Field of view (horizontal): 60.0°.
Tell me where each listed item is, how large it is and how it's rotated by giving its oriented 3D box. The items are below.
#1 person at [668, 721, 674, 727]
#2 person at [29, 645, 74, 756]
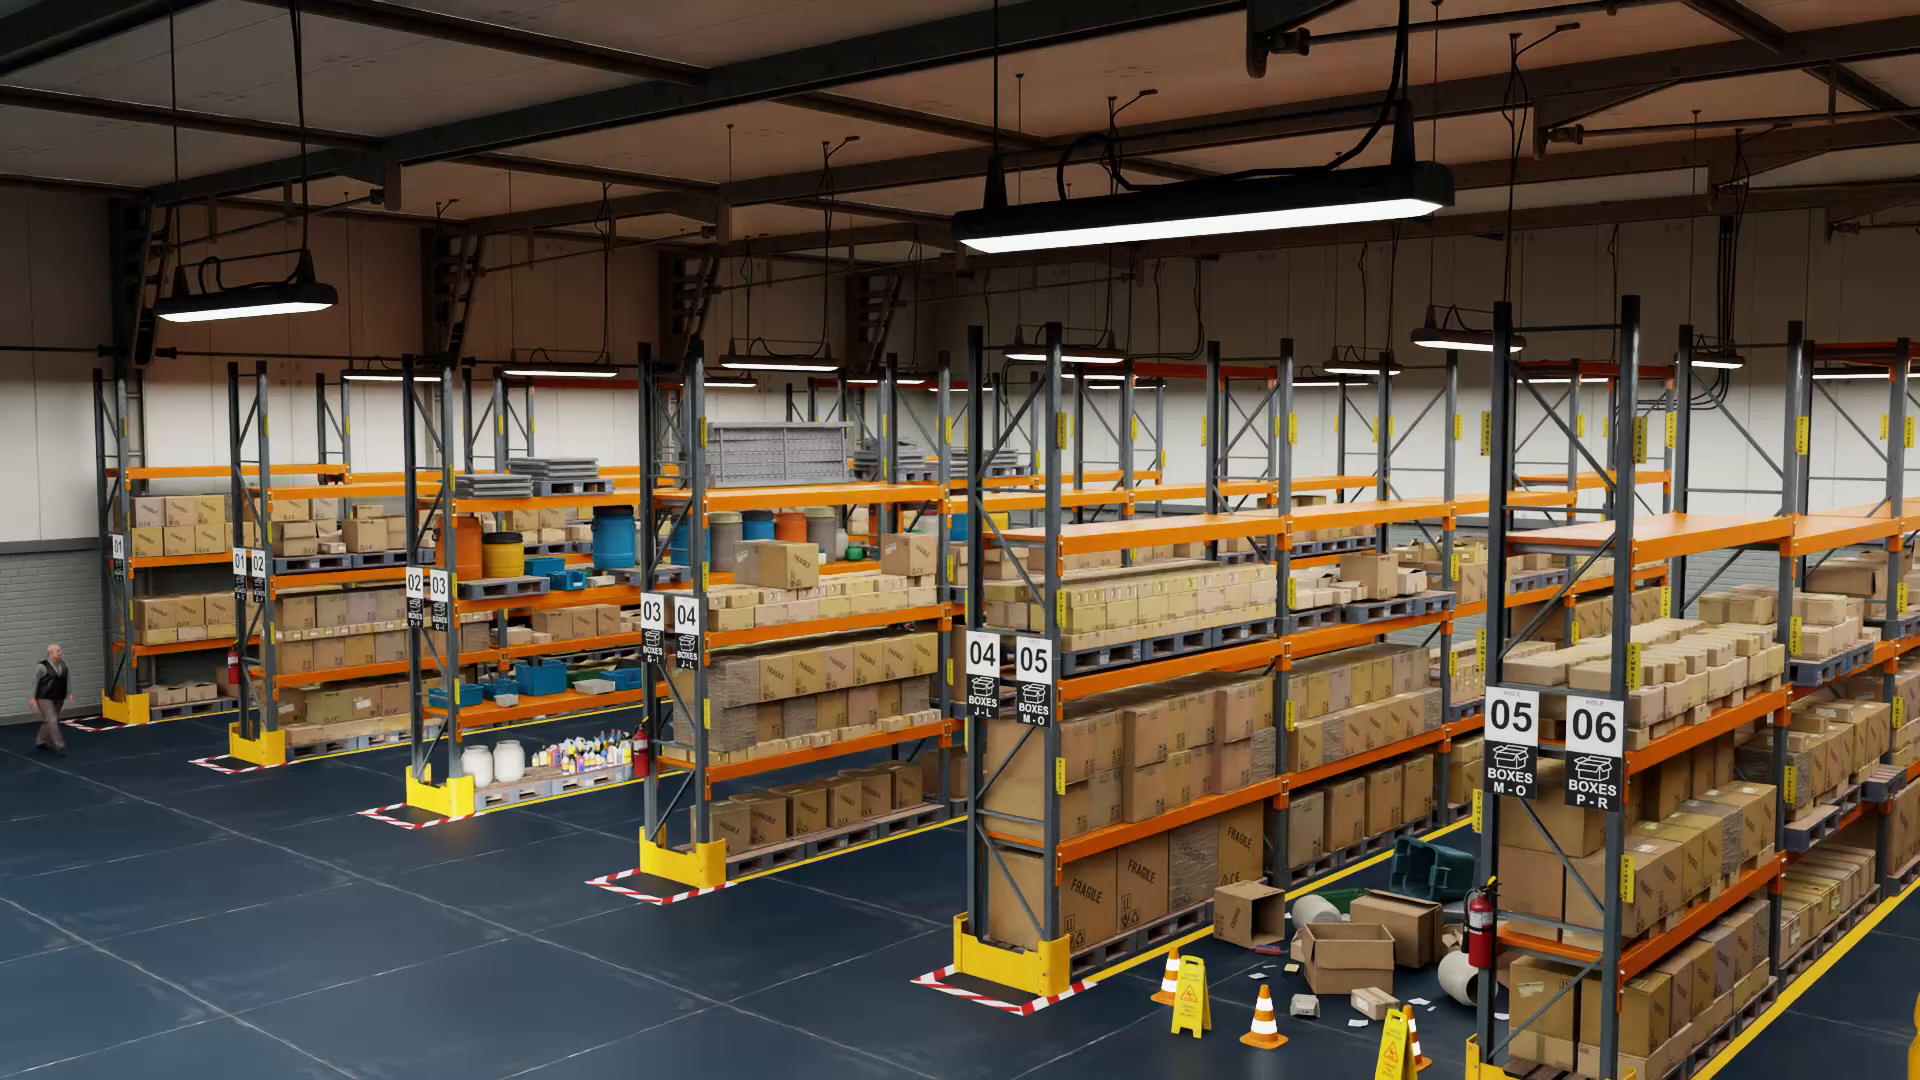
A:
[{"bbox_3d":[-4.427,2.336,27.643,0.436,1.546,0.967,2,5,24],"label":"person"},{"bbox_3d":[-13.891,2.430,25.506,0.973,1.658,0.589,2,5,25],"label":"person"}]
